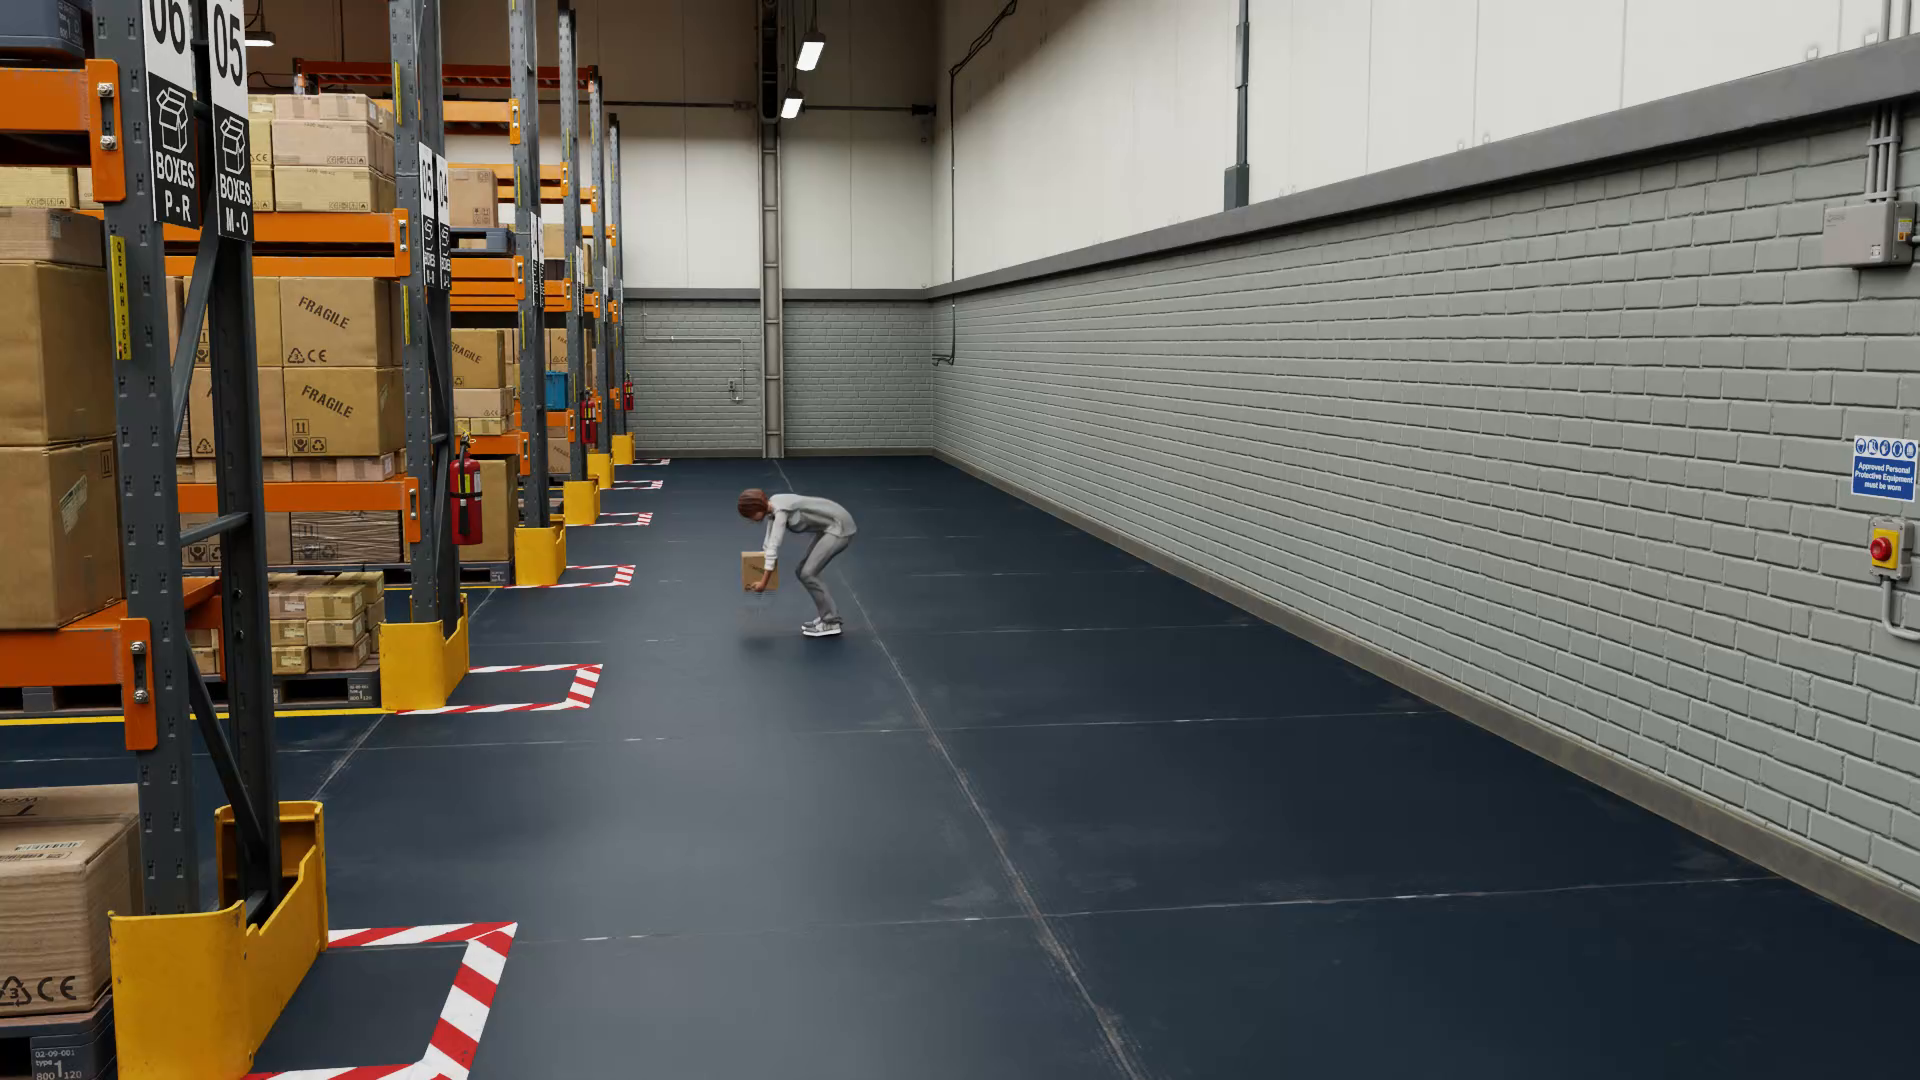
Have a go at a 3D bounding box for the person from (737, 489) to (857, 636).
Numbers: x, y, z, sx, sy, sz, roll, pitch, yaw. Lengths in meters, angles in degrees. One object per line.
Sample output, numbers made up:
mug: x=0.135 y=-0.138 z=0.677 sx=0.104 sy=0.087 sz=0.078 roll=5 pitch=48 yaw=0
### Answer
person: x=-1.165 y=0.155 z=11.948 sx=0.853 sy=1.059 sz=0.411 roll=-1 pitch=7 yaw=-11
